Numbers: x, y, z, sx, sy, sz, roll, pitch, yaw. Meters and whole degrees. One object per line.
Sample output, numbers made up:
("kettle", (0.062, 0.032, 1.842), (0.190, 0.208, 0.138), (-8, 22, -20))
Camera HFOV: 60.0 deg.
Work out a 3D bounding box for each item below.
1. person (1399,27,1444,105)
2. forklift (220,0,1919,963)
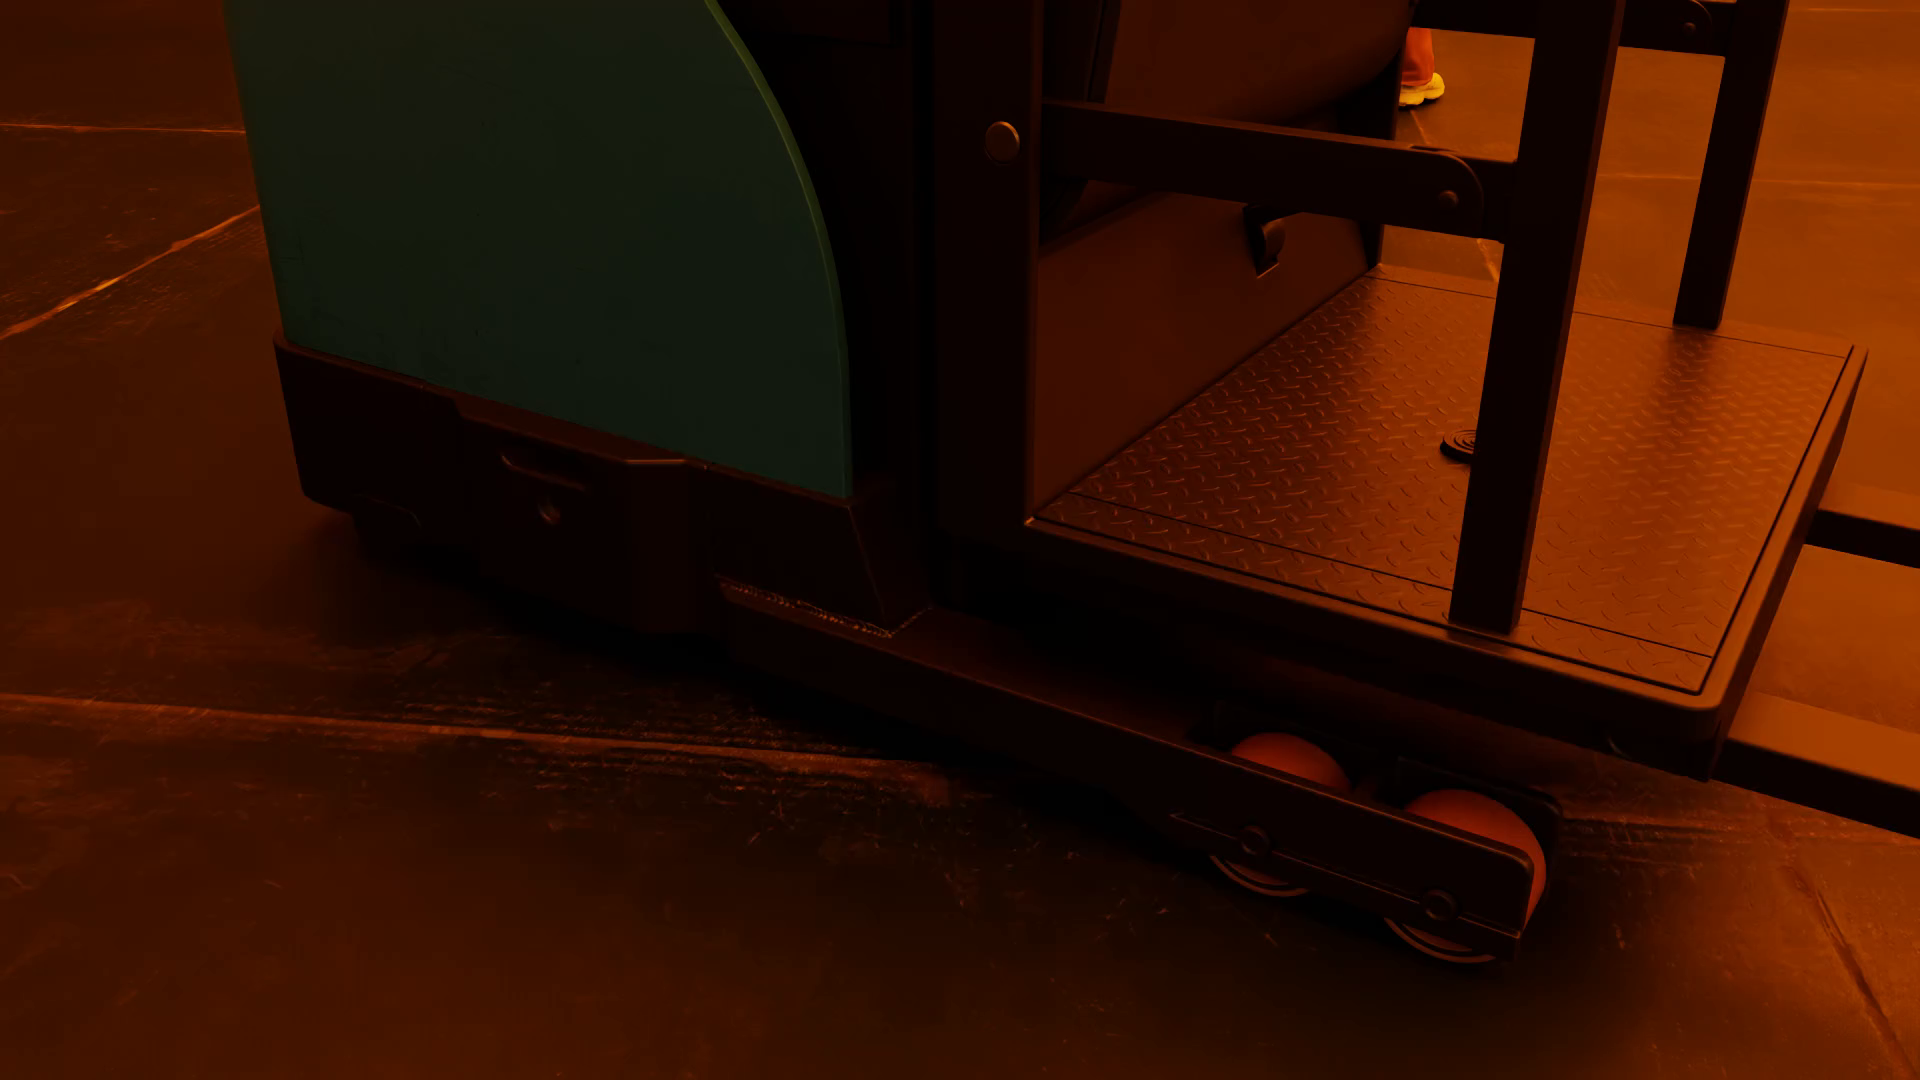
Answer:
("person", (1.214, -2.132, 4.883), (0.555, 1.673, 0.549), (11, 28, 20))
("forklift", (0.525, -1.163, 1.548), (3.031, 2.935, 1.130), (16, 31, 29))
